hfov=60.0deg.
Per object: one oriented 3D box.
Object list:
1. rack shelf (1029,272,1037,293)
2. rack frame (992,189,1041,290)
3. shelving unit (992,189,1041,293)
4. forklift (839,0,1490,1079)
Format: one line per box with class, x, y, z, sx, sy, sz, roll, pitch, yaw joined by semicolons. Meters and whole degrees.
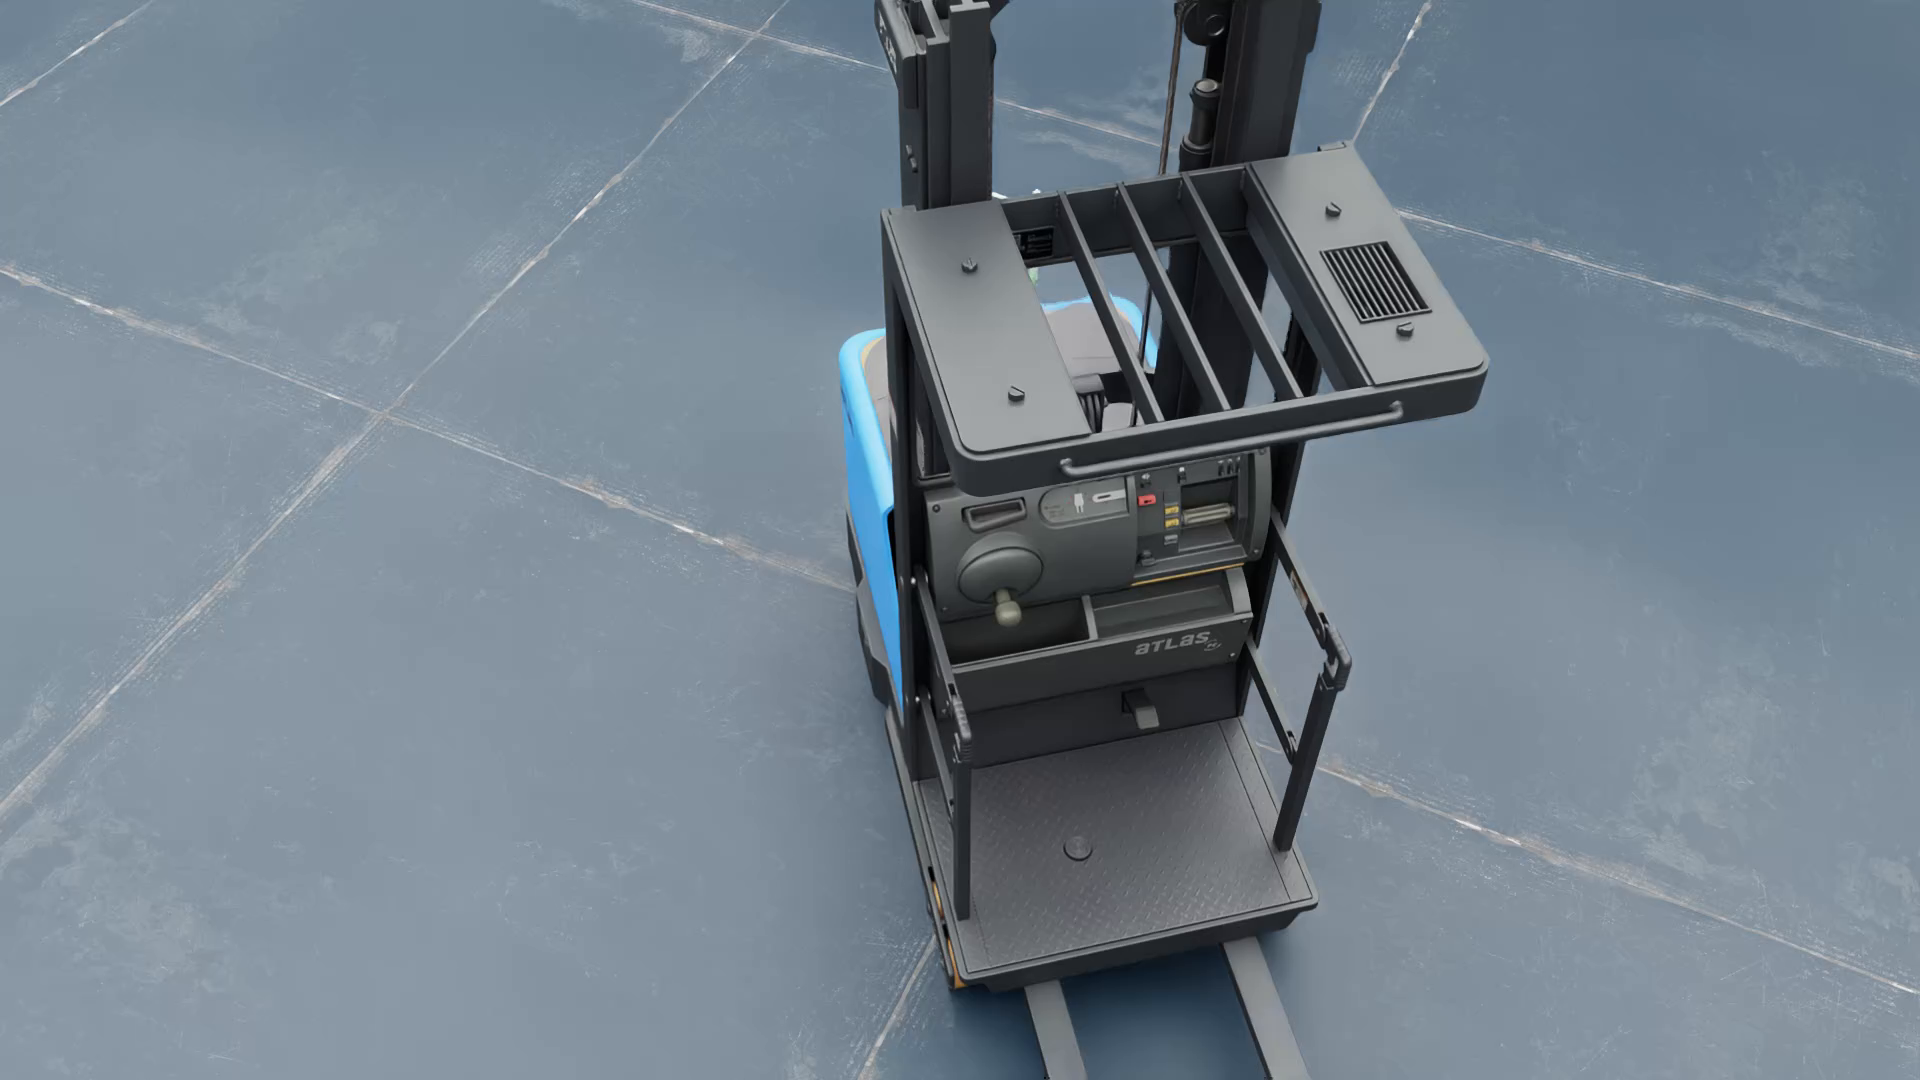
rack shelf;0.044;-0.804;5.915;0.258;0.148;0.480;25;54;20
rack frame;0.171;-0.848;6.184;0.240;1.200;0.015;25;54;20
shelving unit;0.044;-0.690;6.049;0.258;1.200;0.503;25;54;20
forklift;0.425;0.085;4.253;1.130;2.935;3.031;-10;50;-9
